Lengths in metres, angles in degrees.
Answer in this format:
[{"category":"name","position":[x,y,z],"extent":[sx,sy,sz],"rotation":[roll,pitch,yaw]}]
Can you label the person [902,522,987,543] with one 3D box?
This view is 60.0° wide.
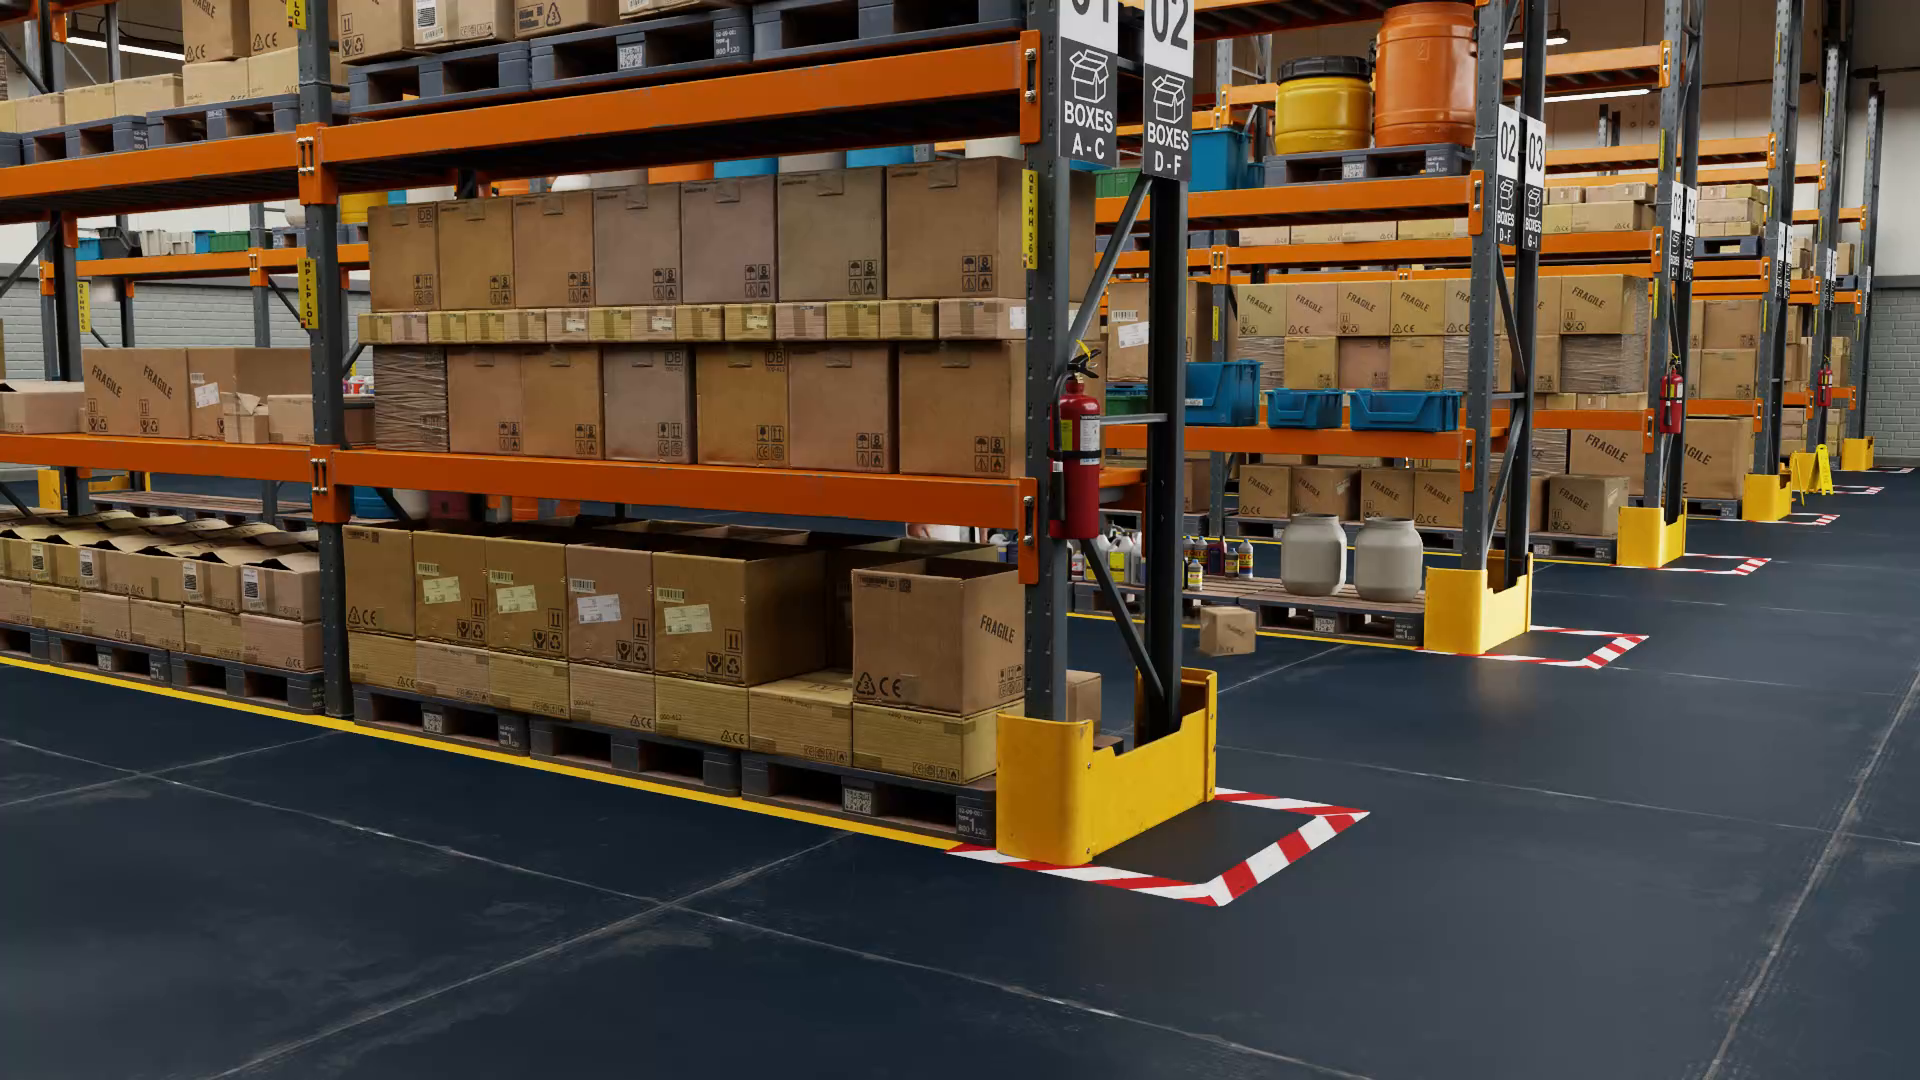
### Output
[{"category":"person","position":[-0.018,-0.062,8.317],"extent":[0.582,1.775,0.695],"rotation":[4,7,34]}]
